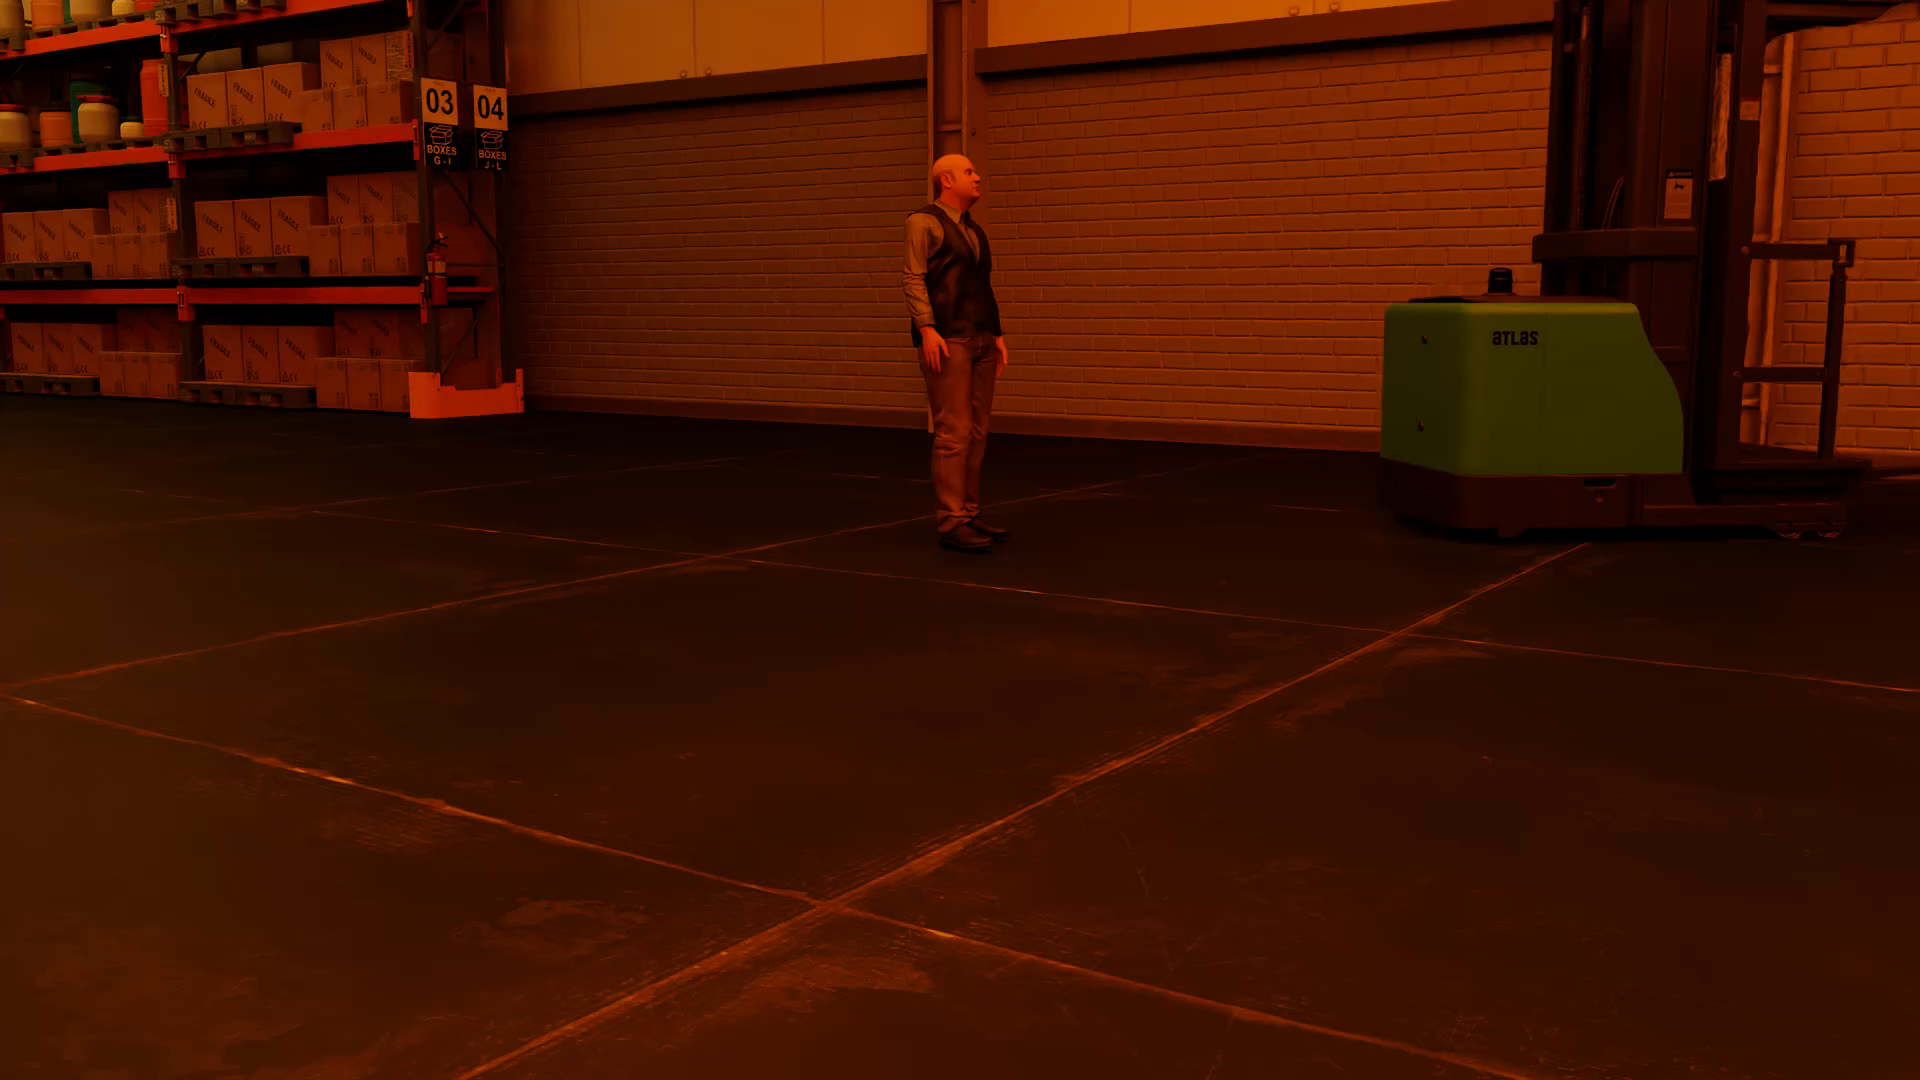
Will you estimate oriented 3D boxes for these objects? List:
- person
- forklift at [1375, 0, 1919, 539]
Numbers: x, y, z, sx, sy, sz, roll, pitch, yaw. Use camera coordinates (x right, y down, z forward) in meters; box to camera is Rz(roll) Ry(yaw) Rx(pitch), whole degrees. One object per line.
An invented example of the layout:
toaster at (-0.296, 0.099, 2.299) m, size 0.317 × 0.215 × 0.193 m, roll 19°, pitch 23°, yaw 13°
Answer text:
person at (0.048, -0.854, 7.441) m, size 0.566 × 1.722 × 0.634 m, roll 5°, pitch 10°, yaw 34°
forklift at (3.648, -1.528, 7.940) m, size 3.031 × 2.935 × 1.130 m, roll -1°, pitch 8°, yaw -8°
